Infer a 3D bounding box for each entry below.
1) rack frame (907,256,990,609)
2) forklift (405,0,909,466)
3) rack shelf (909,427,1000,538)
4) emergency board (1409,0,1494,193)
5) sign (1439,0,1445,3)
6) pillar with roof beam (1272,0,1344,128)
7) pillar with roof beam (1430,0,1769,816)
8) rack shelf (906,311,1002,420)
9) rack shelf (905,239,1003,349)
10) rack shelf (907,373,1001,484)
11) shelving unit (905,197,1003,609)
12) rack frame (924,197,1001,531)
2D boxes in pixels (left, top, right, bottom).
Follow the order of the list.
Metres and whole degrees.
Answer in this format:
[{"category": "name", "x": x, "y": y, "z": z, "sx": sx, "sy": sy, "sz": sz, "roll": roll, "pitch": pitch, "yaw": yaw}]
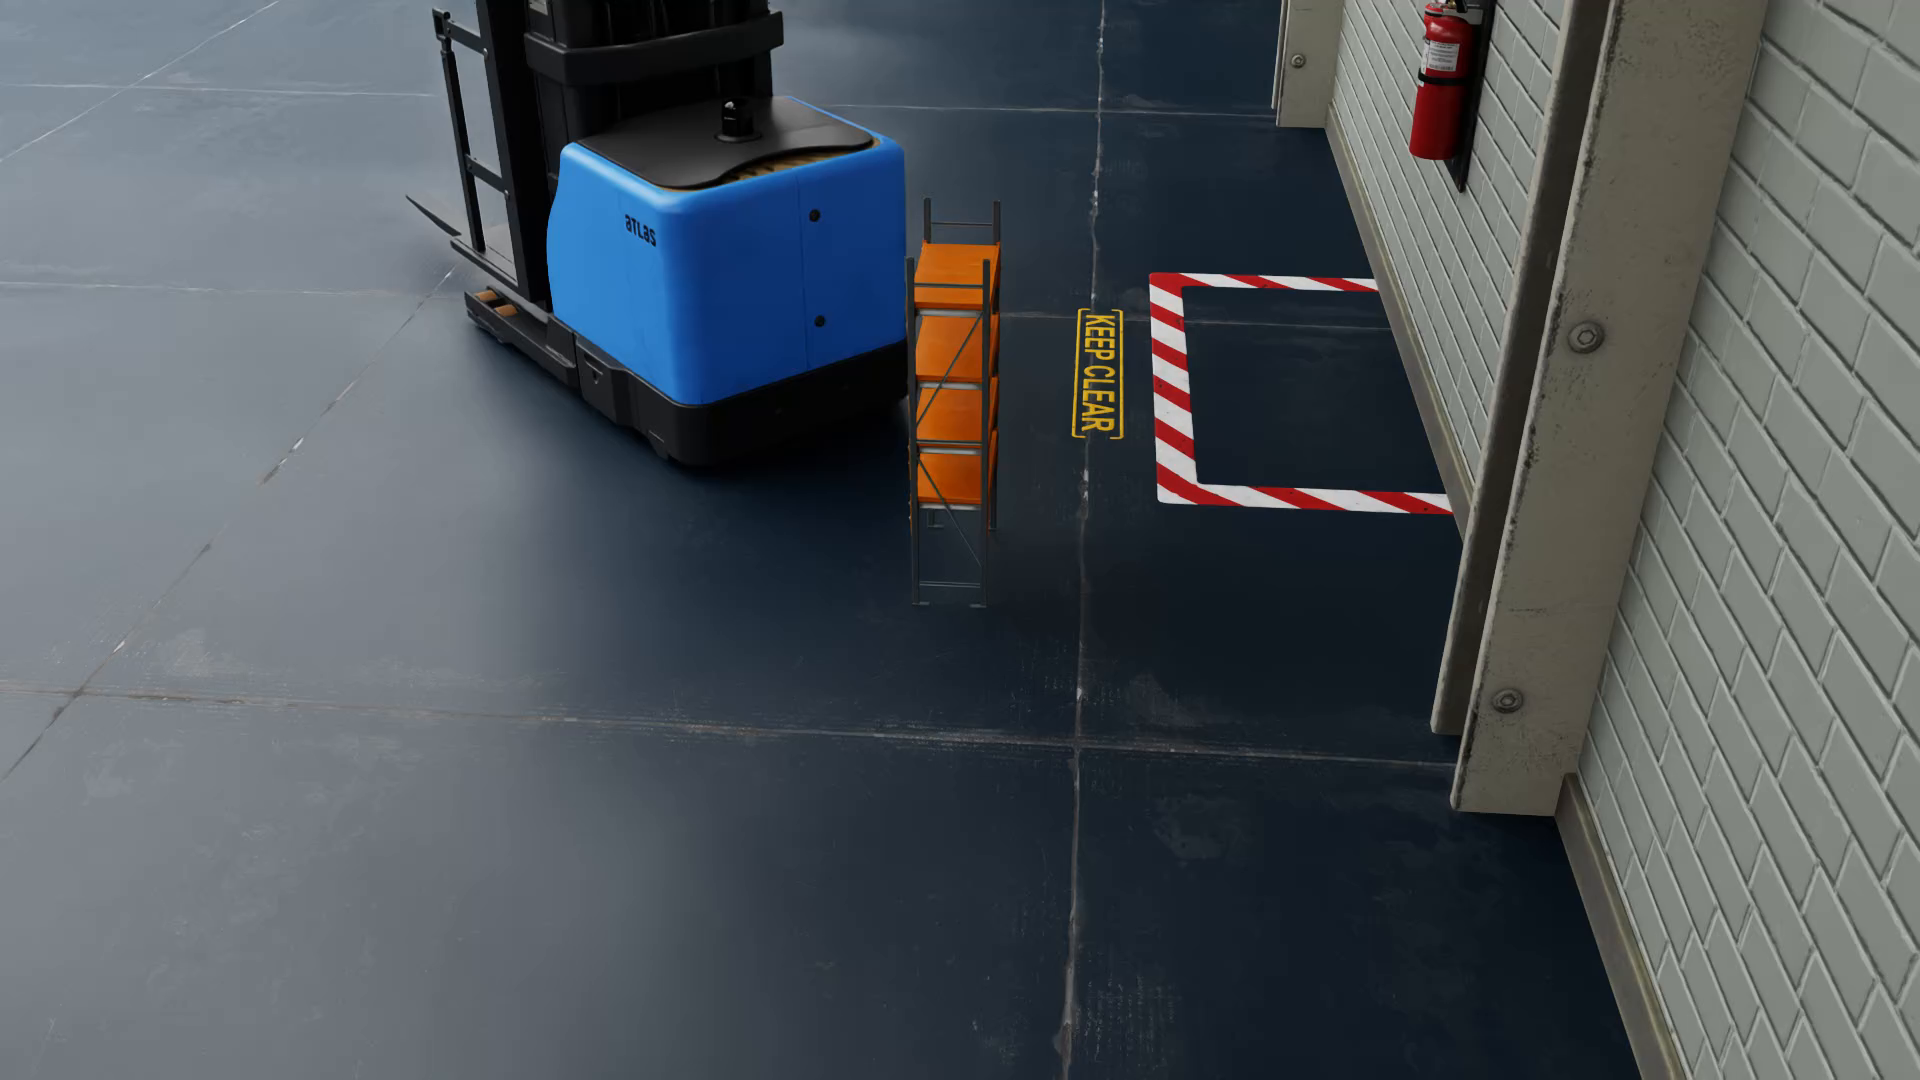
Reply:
[{"category": "rack frame", "x": -0.033, "y": -0.297, "z": 5.088, "sx": 0.240, "sy": 1.200, "sz": 0.015, "roll": 2, "pitch": 32, "yaw": 4}, {"category": "forklift", "x": -1.491, "y": -2.228, "z": 6.571, "sx": 1.130, "sy": 2.935, "sz": 3.031, "roll": -22, "pitch": 38, "yaw": -32}, {"category": "rack shelf", "x": -0.013, "y": -0.198, "z": 5.434, "sx": 0.258, "sy": 0.148, "sz": 0.480, "roll": 2, "pitch": 32, "yaw": 4}, {"category": "emergency board", "x": 1.758, "y": -1.925, "z": 6.014, "sx": 0.194, "sy": 1.169, "sz": 0.643, "roll": 2, "pitch": 32, "yaw": 4}, {"category": "sign", "x": 1.905, "y": -2.225, "z": 6.467, "sx": 0.001, "sy": 0.329, "sz": 0.234, "roll": 2, "pitch": 32, "yaw": 4}, {"category": "pillar with roof beam", "x": -2.284, "y": -6.509, "z": 7.735, "sx": 9.100, "sy": 9.000, "sz": 0.400, "roll": 2, "pitch": 32, "yaw": 4}, {"category": "pillar with roof beam", "x": -2.772, "y": -3.372, "z": 2.644, "sx": 9.100, "sy": 9.000, "sz": 0.400, "roll": 2, "pitch": 32, "yaw": 4}, {"category": "rack shelf", "x": -0.013, "y": -0.557, "z": 5.213, "sx": 0.258, "sy": 0.148, "sz": 0.480, "roll": 2, "pitch": 32, "yaw": 4}, {"category": "rack shelf", "x": -0.013, "y": -0.759, "z": 5.089, "sx": 0.258, "sy": 0.148, "sz": 0.480, "roll": 2, "pitch": 32, "yaw": 4}, {"category": "rack shelf", "x": -0.013, "y": -0.367, "z": 5.330, "sx": 0.258, "sy": 0.148, "sz": 0.480, "roll": 2, "pitch": 32, "yaw": 4}, {"category": "shelving unit", "x": -0.013, "y": -0.424, "z": 5.295, "sx": 0.258, "sy": 1.200, "sz": 0.503, "roll": 2, "pitch": 32, "yaw": 4}, {"category": "rack frame", "x": 0.006, "y": -0.552, "z": 5.502, "sx": 0.240, "sy": 1.200, "sz": 0.015, "roll": 2, "pitch": 32, "yaw": 4}]
